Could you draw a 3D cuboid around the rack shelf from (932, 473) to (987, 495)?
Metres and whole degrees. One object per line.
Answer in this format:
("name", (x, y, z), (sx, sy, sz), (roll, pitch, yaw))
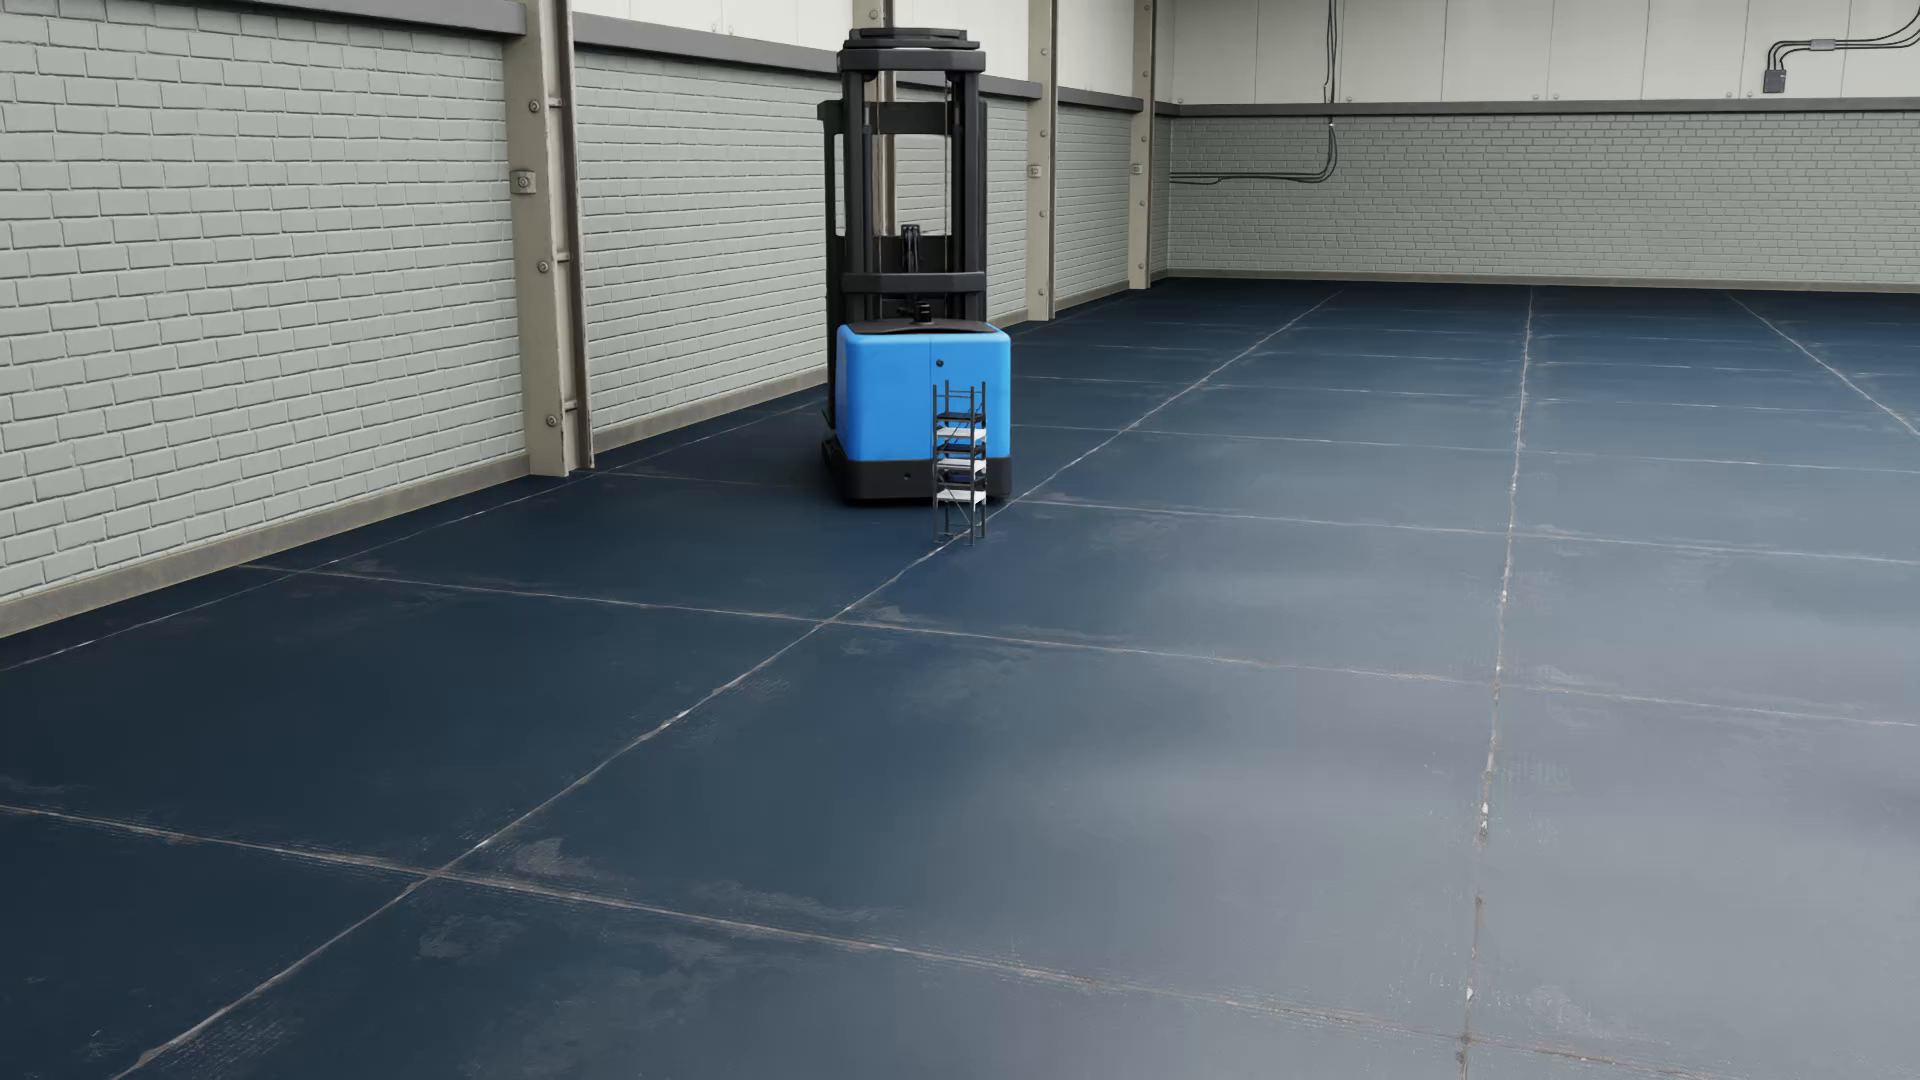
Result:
("rack shelf", (-0.003, -0.317, 9.408), (0.258, 0.077, 0.200), (4, 14, 18))

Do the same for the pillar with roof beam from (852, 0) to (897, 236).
("pillar with roof beam", (3.225, -5.827, 14.795), (9.100, 9.000, 0.400), (4, 14, 18))

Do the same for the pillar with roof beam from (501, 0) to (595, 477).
("pillar with roof beam", (1.284, -4.564, 9.260), (9.100, 9.000, 0.400), (4, 14, 18))

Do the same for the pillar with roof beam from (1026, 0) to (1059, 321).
("pillar with roof beam", (5.166, -7.090, 20.330), (9.100, 9.000, 0.400), (4, 14, 18))

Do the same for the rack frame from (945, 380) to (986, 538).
("rack frame", (0.030, -0.458, 9.474), (0.240, 0.900, 0.006), (4, 14, 18))

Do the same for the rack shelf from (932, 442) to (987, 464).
("rack shelf", (-0.003, -0.492, 9.368), (0.258, 0.077, 0.200), (4, 14, 18))

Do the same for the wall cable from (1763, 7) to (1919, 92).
("wall cable", (14.216, -10.160, 26.136), (2.305, 6.003, 0.169), (4, 14, 18))

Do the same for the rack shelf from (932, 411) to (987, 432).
("rack shelf", (-0.003, -0.668, 9.328), (0.258, 0.077, 0.200), (4, 14, 18))

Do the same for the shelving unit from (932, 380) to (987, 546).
("shelving unit", (-0.003, -0.437, 9.380), (0.258, 0.900, 0.210), (4, 14, 18))

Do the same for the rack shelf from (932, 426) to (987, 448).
("rack shelf", (-0.003, -0.580, 9.348), (0.258, 0.077, 0.200), (4, 14, 18))

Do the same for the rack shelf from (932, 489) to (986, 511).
("rack shelf", (-0.003, -0.229, 9.428), (0.258, 0.077, 0.200), (4, 14, 18))

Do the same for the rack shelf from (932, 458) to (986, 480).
("rack shelf", (-0.003, -0.405, 9.388), (0.258, 0.077, 0.200), (4, 14, 18))

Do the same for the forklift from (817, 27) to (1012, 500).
("forklift", (-0.397, -1.957, 11.475), (1.130, 2.935, 3.031), (-2, 13, -8))

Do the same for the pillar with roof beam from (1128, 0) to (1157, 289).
("pillar with roof beam", (7.108, -8.354, 25.865), (9.100, 9.000, 0.400), (4, 14, 18))

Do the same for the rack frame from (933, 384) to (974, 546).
("rack frame", (-0.036, -0.416, 9.287), (0.240, 0.900, 0.006), (4, 14, 18))

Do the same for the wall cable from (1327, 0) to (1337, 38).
("wall cable", (7.799, -9.942, 28.454), (3.097, 2.526, 0.112), (4, 14, 18))

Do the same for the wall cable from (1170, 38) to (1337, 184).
("wall cable", (5.239, -7.675, 29.869), (3.097, 2.526, 0.112), (4, 14, 18))
